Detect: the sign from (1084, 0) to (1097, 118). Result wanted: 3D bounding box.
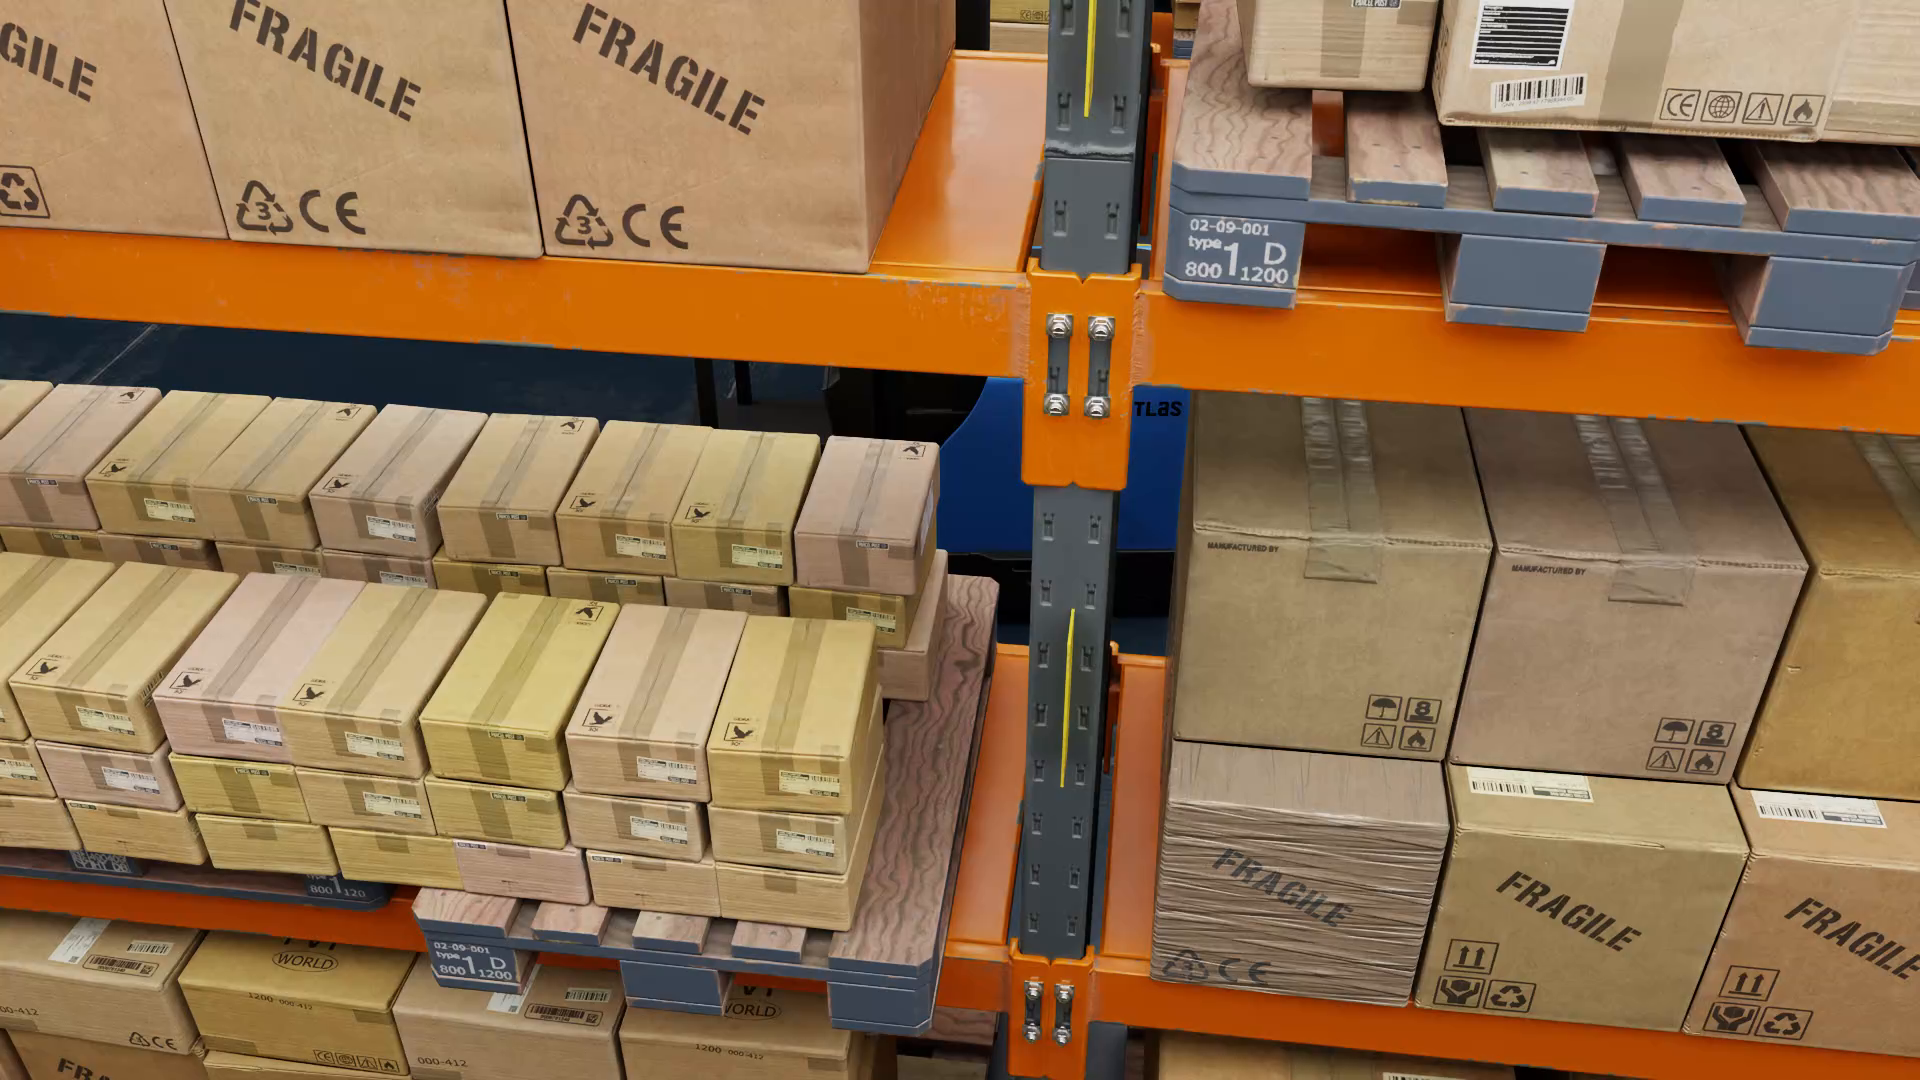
[{"bbox_3d":[0.173,-0.720,2.149,0.005,0.325,0.100,4,36,6],"label":"sign"}]

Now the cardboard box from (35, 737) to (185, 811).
[{"bbox_3d":[-1.583,0.341,3.289,0.250,0.149,0.380,5,36,7],"label":"cardboard box"}]

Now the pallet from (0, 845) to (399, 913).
[{"bbox_3d":[-1.724,0.354,3.836,1.213,0.211,1.003,4,36,6],"label":"pallet"}]

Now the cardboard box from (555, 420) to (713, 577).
[{"bbox_3d":[-0.699,-0.097,3.646,0.250,0.149,0.380,4,36,6],"label":"cardboard box"}]

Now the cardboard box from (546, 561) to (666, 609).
[{"bbox_3d":[-0.744,0.021,3.737,0.250,0.149,0.380,3,36,4],"label":"cardboard box"}]

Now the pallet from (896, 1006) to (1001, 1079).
[{"bbox_3d":[-0.530,1.476,4.501,1.213,0.211,1.003,4,36,6],"label":"pallet"}]

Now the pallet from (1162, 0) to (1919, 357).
[{"bbox_3d":[0.890,-0.728,2.768,1.003,0.211,1.213,6,36,8],"label":"pallet"}]

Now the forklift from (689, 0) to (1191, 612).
[{"bbox_3d":[-0.622,-1.186,5.889,3.031,2.935,1.130,-1,36,-1],"label":"forklift"}]

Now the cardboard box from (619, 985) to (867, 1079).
[{"bbox_3d":[-0.467,1.041,3.854,0.500,0.250,0.500,3,36,5],"label":"cardboard box"}]

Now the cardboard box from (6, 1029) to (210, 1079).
[{"bbox_3d":[-1.977,1.226,4.240,0.500,0.500,0.500,5,36,7],"label":"cardboard box"}]

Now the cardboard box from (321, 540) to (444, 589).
[{"bbox_3d":[-1.241,-0.016,3.789,0.250,0.149,0.380,4,36,6],"label":"cardboard box"}]

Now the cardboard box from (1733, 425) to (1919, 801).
[{"bbox_3d":[1.699,0.064,3.132,0.500,0.500,0.700,4,36,5],"label":"cardboard box"}]

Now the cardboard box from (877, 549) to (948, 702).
[{"bbox_3d":[-0.174,0.181,3.769,0.250,0.149,0.380,4,36,5],"label":"cardboard box"}]

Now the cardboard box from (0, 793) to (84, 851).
[{"bbox_3d":[-1.845,0.443,3.402,0.250,0.149,0.380,3,36,4],"label":"cardboard box"}]

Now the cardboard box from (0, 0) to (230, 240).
[{"bbox_3d":[-1.347,-0.827,2.659,0.500,0.500,0.500,4,36,6],"label":"cardboard box"}]

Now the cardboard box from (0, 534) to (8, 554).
[{"bbox_3d":[-2.266,-0.094,3.899,0.250,0.149,0.380,3,36,4],"label":"cardboard box"}]

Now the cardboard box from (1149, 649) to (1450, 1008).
[{"bbox_3d":[0.655,0.547,3.315,0.500,0.500,0.500,5,36,6],"label":"cardboard box"}]

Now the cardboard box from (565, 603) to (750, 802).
[{"bbox_3d":[-0.549,0.296,3.095,0.250,0.149,0.380,4,36,5],"label":"cardboard box"}]

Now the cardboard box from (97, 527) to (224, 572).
[{"bbox_3d":[-1.755,-0.054,3.843,0.250,0.149,0.380,6,36,8],"label":"cardboard box"}]

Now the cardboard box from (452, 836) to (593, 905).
[{"bbox_3d":[-0.805,0.521,3.293,0.250,0.149,0.380,5,36,7],"label":"cardboard box"}]

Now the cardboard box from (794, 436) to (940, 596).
[{"bbox_3d":[-0.194,-0.058,3.592,0.250,0.149,0.380,4,36,6],"label":"cardboard box"}]

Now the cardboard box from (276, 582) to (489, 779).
[{"bbox_3d":[-1.074,0.259,3.147,0.250,0.149,0.380,5,36,7],"label":"cardboard box"}]

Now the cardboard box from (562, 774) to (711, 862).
[{"bbox_3d":[-0.568,0.416,3.183,0.250,0.149,0.380,6,36,8],"label":"cardboard box"}]

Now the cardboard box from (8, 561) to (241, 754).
[{"bbox_3d":[-1.582,0.219,3.203,0.250,0.149,0.380,6,36,8],"label":"cardboard box"}]

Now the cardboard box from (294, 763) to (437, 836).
[{"bbox_3d":[-1.078,0.380,3.235,0.250,0.149,0.380,4,36,6],"label":"cardboard box"}]

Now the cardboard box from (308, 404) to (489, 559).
[{"bbox_3d":[-1.230,-0.135,3.700,0.250,0.149,0.380,6,36,8],"label":"cardboard box"}]

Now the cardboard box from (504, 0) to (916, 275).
[{"bbox_3d":[-0.354,-0.758,2.562,0.500,0.500,0.500,4,36,6],"label":"cardboard box"}]

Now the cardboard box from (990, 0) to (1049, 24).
[{"bbox_3d":[0.262,-2.492,7.359,0.500,0.250,0.500,4,36,6],"label":"cardboard box"}]

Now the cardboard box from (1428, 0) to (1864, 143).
[{"bbox_3d":[0.934,-0.817,2.359,0.500,0.311,0.500,4,36,6],"label":"cardboard box"}]

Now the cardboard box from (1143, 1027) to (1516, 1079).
[{"bbox_3d":[0.837,1.241,4.004,0.750,0.750,1.050,4,36,5],"label":"cardboard box"}]

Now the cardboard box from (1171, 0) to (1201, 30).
[{"bbox_3d":[1.073,-2.398,7.383,0.250,0.149,0.380,2,36,3],"label":"cardboard box"}]

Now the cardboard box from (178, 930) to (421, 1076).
[{"bbox_3d":[-1.472,0.963,3.963,0.500,0.250,0.500,5,36,7],"label":"cardboard box"}]

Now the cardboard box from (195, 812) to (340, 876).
[{"bbox_3d":[-1.318,0.481,3.349,0.250,0.149,0.380,3,36,4],"label":"cardboard box"}]

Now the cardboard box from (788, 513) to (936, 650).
[{"bbox_3d":[-0.209,0.058,3.685,0.250,0.149,0.380,6,36,8],"label":"cardboard box"}]

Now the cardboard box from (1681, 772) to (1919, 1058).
[{"bbox_3d":[1.660,0.621,3.212,0.500,0.500,0.500,4,36,6],"label":"cardboard box"}]

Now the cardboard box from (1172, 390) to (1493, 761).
[{"bbox_3d":[0.689,-0.010,3.235,0.500,0.500,0.700,4,36,6],"label":"cardboard box"}]

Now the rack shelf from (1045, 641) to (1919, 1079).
[{"bbox_3d":[2.228,0.840,3.610,4.000,0.370,1.077,4,36,6],"label":"rack shelf"}]

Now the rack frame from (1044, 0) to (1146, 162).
[{"bbox_3d":[0.245,-2.043,1.866,0.127,3.000,1.000,4,36,6],"label":"rack frame"}]

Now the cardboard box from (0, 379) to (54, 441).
[{"bbox_3d":[-2.273,-0.211,3.807,0.250,0.149,0.380,3,36,4],"label":"cardboard box"}]

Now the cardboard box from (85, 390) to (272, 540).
[{"bbox_3d":[-1.740,-0.174,3.755,0.250,0.149,0.380,4,36,5],"label":"cardboard box"}]

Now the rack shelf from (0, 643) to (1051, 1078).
[{"bbox_3d":[-1.739,0.544,4.025,4.000,0.370,1.077,4,36,6],"label":"rack shelf"}]

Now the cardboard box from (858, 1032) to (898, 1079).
[{"bbox_3d":[-0.442,1.348,4.070,0.500,0.500,0.500,4,36,6],"label":"cardboard box"}]

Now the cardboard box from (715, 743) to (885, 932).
[{"bbox_3d":[-0.303,0.559,3.240,0.250,0.149,0.380,5,36,7],"label":"cardboard box"}]

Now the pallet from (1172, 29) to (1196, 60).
[{"bbox_3d":[1.495,-2.391,7.683,1.003,0.211,1.213,4,36,6],"label":"pallet"}]
